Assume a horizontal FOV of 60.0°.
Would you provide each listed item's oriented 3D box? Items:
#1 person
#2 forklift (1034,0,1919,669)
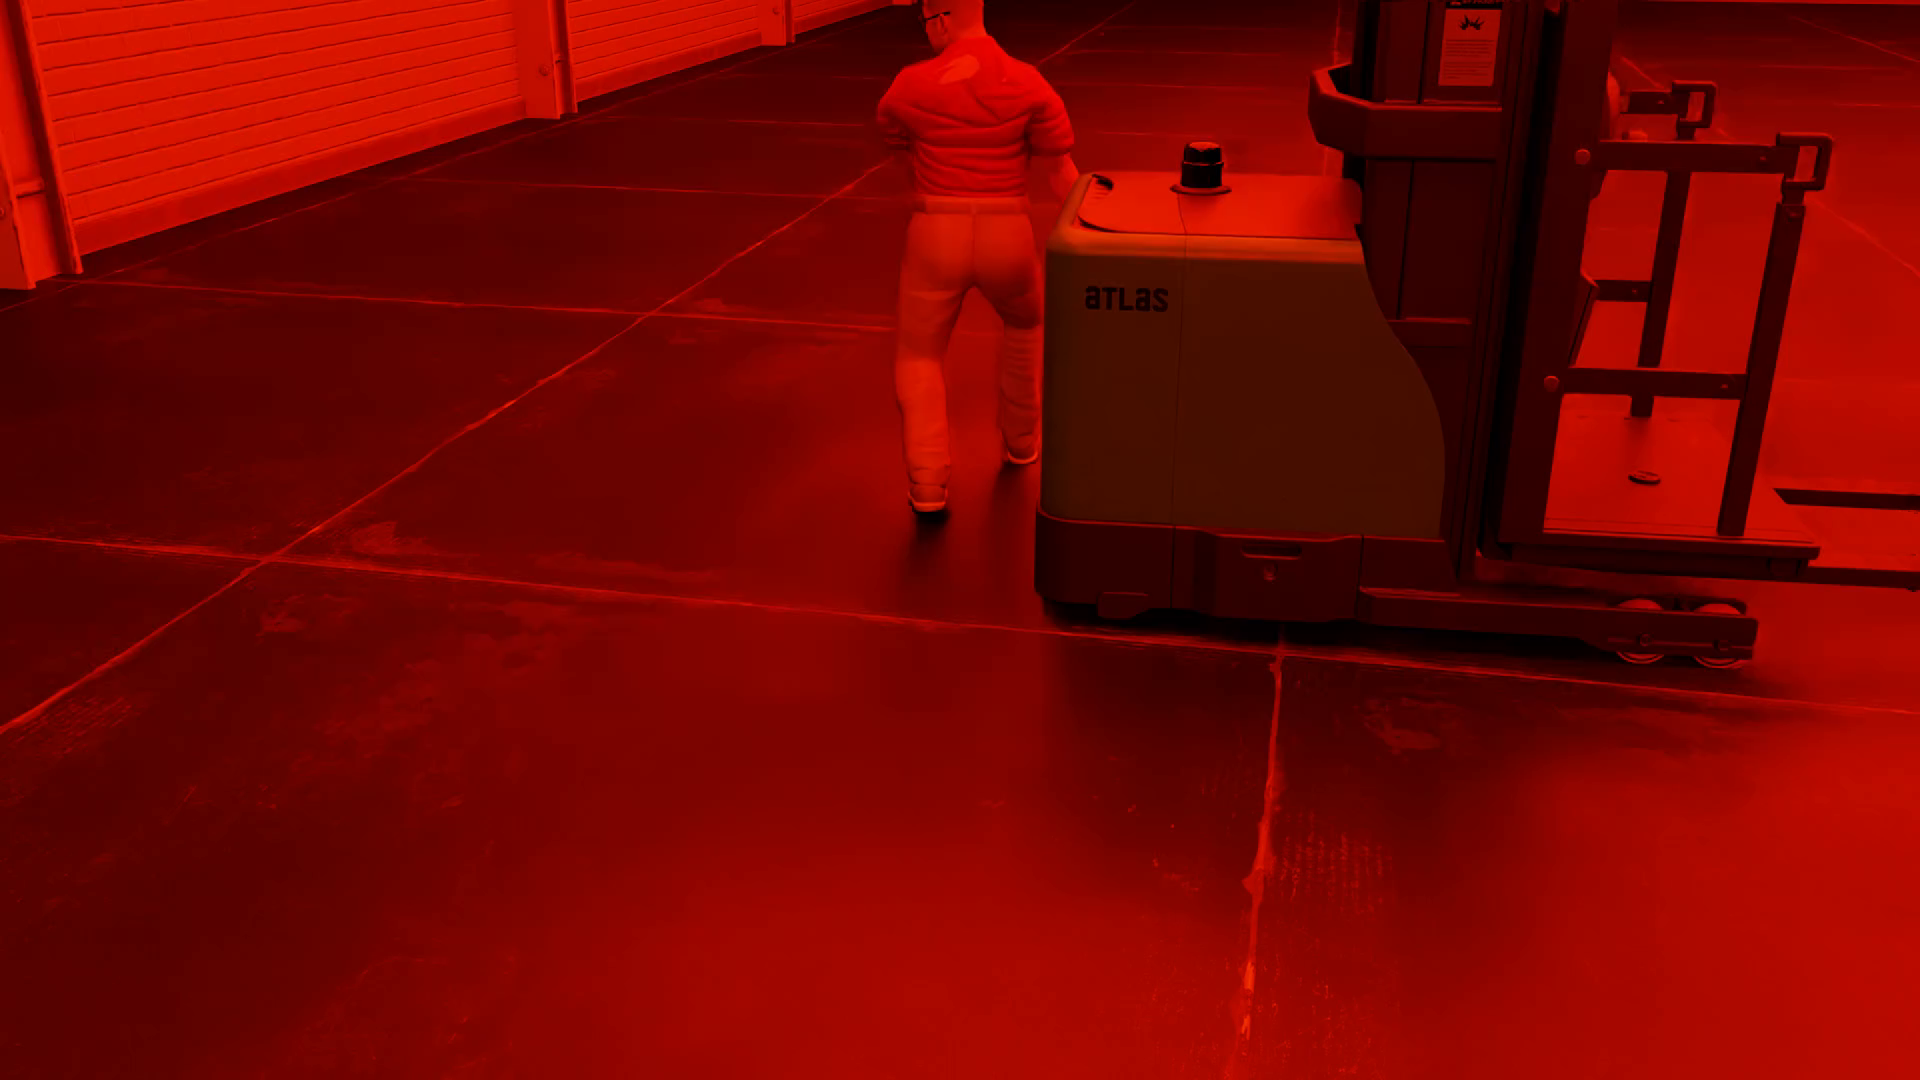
[{"bbox_3d":[0.089,-0.971,5.367,0.699,1.645,0.843,-1,22,-3],"label":"person"},{"bbox_3d":[1.768,-1.237,4.301,3.031,2.935,1.130,3,22,8],"label":"forklift"}]
